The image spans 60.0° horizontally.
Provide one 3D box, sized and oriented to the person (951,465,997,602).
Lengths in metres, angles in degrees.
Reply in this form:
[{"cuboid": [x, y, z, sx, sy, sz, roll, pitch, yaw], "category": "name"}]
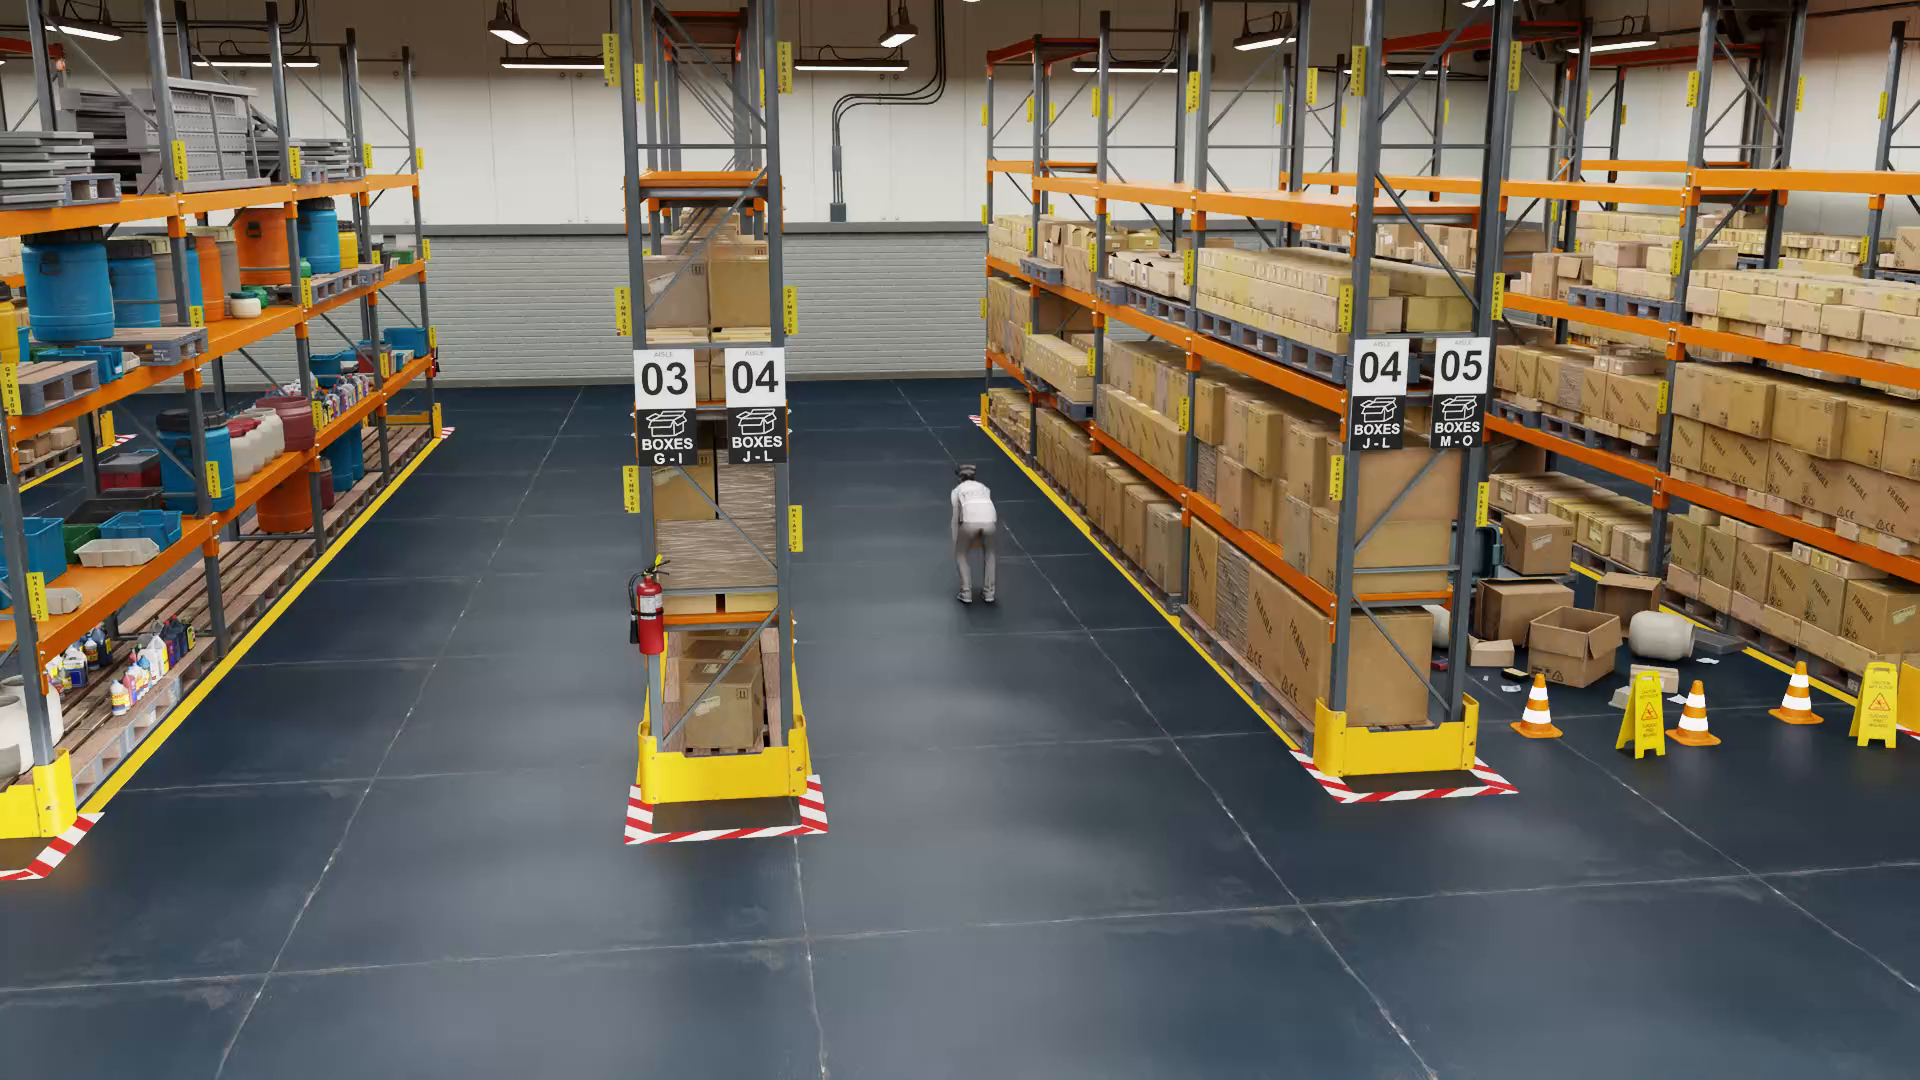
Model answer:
[{"cuboid": [0.130, -0.074, 17.051, 0.422, 1.326, 0.866, -2, 13, -10], "category": "person"}]
